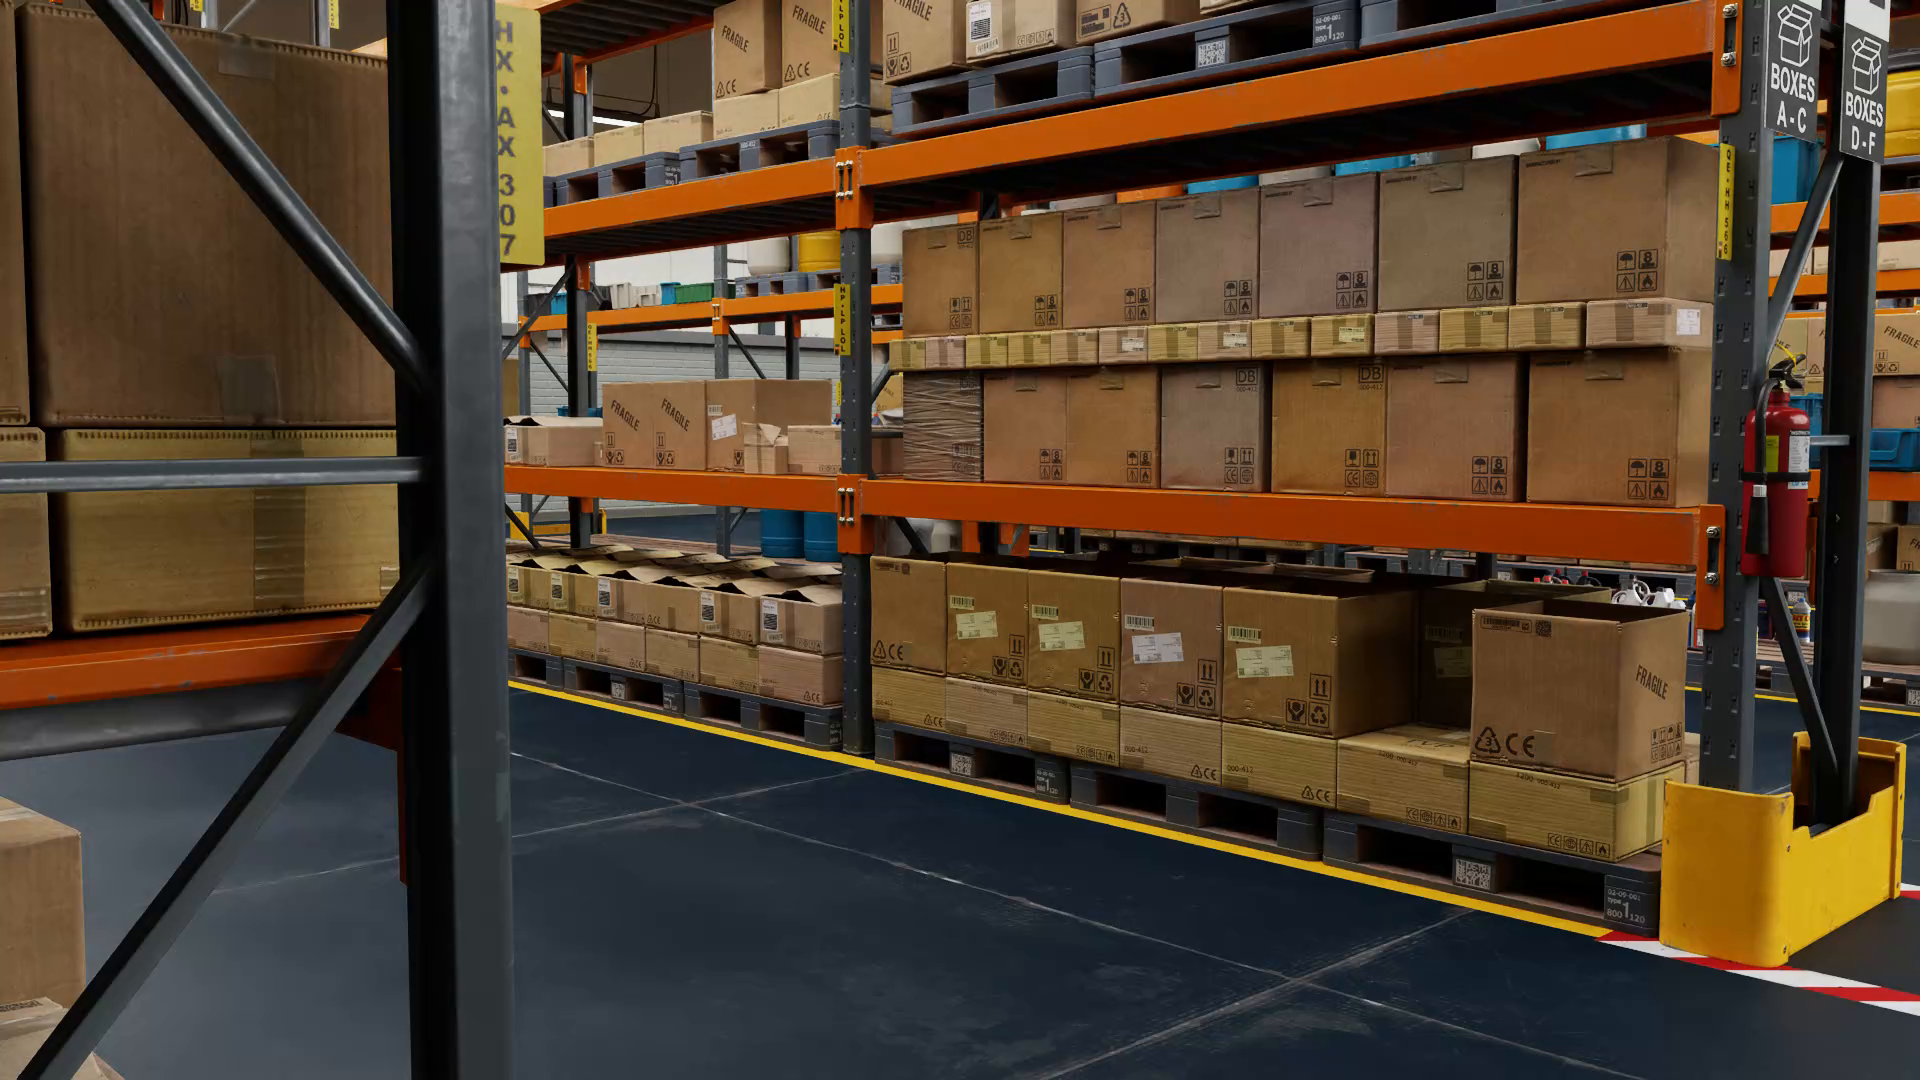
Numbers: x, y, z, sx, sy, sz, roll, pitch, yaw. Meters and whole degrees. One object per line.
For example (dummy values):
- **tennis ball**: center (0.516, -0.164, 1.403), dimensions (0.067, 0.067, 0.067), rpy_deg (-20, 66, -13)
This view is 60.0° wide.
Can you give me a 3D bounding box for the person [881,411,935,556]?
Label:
- **person**: center (-0.386, -0.132, 12.369), dimensions (0.394, 1.656, 0.512), rpy_deg (4, 6, 44)
